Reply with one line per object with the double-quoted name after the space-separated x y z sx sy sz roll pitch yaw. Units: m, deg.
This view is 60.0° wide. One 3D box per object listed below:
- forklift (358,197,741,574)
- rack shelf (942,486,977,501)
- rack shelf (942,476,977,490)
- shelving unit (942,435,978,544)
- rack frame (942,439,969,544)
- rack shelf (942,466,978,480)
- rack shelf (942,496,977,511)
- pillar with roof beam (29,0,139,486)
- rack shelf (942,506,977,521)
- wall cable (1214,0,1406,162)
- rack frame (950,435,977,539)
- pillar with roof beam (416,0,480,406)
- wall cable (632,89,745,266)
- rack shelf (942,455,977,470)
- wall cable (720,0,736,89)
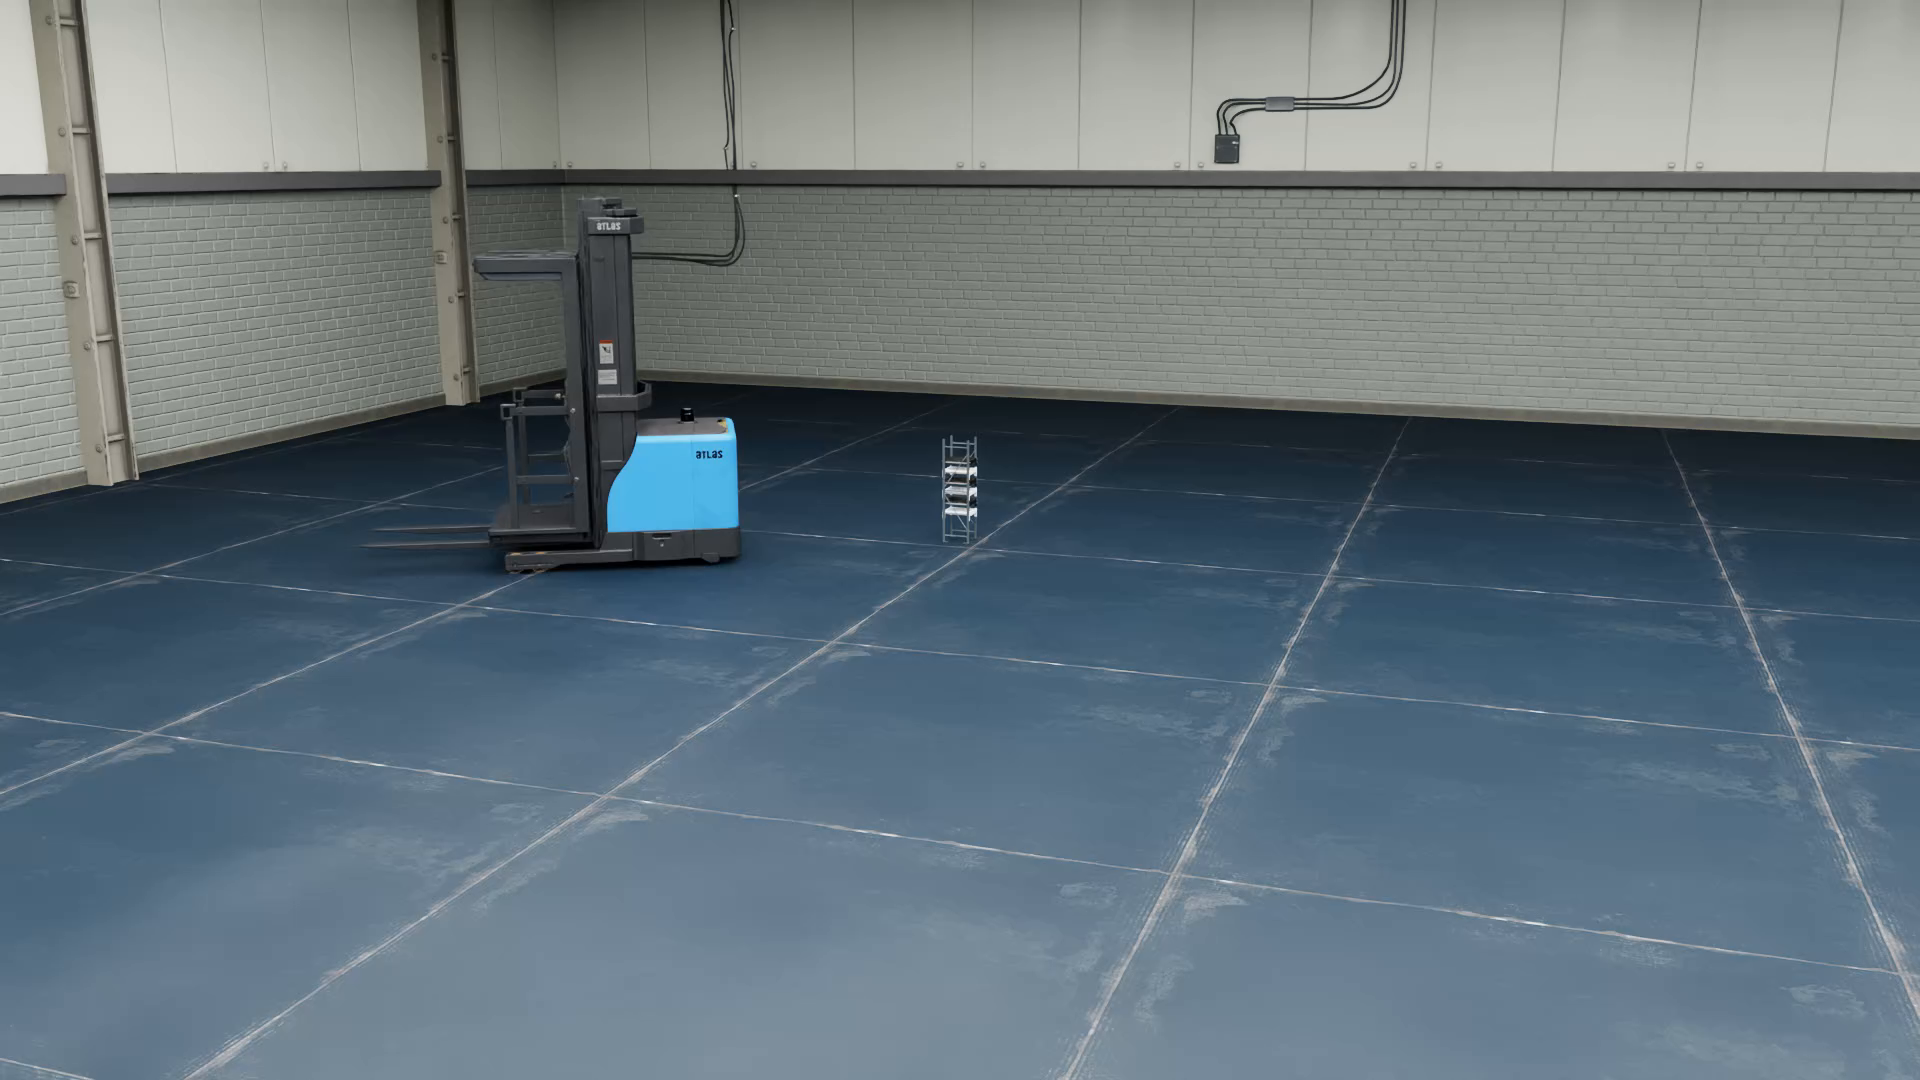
-3.361 -1.286 13.535 3.031 2.935 1.130 -2 13 -9 "forklift"
-0.003 -0.405 14.388 0.258 0.077 0.200 4 14 18 "rack shelf"
-0.003 -0.492 14.368 0.258 0.077 0.200 4 14 18 "rack shelf"
-0.003 -0.437 14.380 0.258 0.900 0.210 4 14 18 "shelving unit"
-0.036 -0.416 14.287 0.240 0.900 0.006 4 14 18 "rack frame"
-0.003 -0.580 14.348 0.258 0.077 0.200 4 14 18 "rack shelf"
-0.003 -0.317 14.408 0.258 0.077 0.200 4 14 18 "rack shelf"
-4.650 -4.679 14.765 9.100 9.000 0.400 4 14 18 "pillar with roof beam"
-0.003 -0.229 14.428 0.258 0.077 0.200 4 14 18 "rack shelf"
4.400 -7.748 20.571 2.305 6.003 0.169 4 14 18 "wall cable"
0.030 -0.458 14.474 0.240 0.900 0.006 4 14 18 "rack frame"
-2.709 -5.942 20.300 9.100 9.000 0.400 4 14 18 "pillar with roof beam"
-4.578 -5.263 24.304 3.097 2.526 0.112 4 14 18 "wall cable"
-0.003 -0.668 14.328 0.258 0.077 0.200 4 14 18 "rack shelf"
-2.018 -7.531 22.889 3.097 2.526 0.112 4 14 18 "wall cable"
